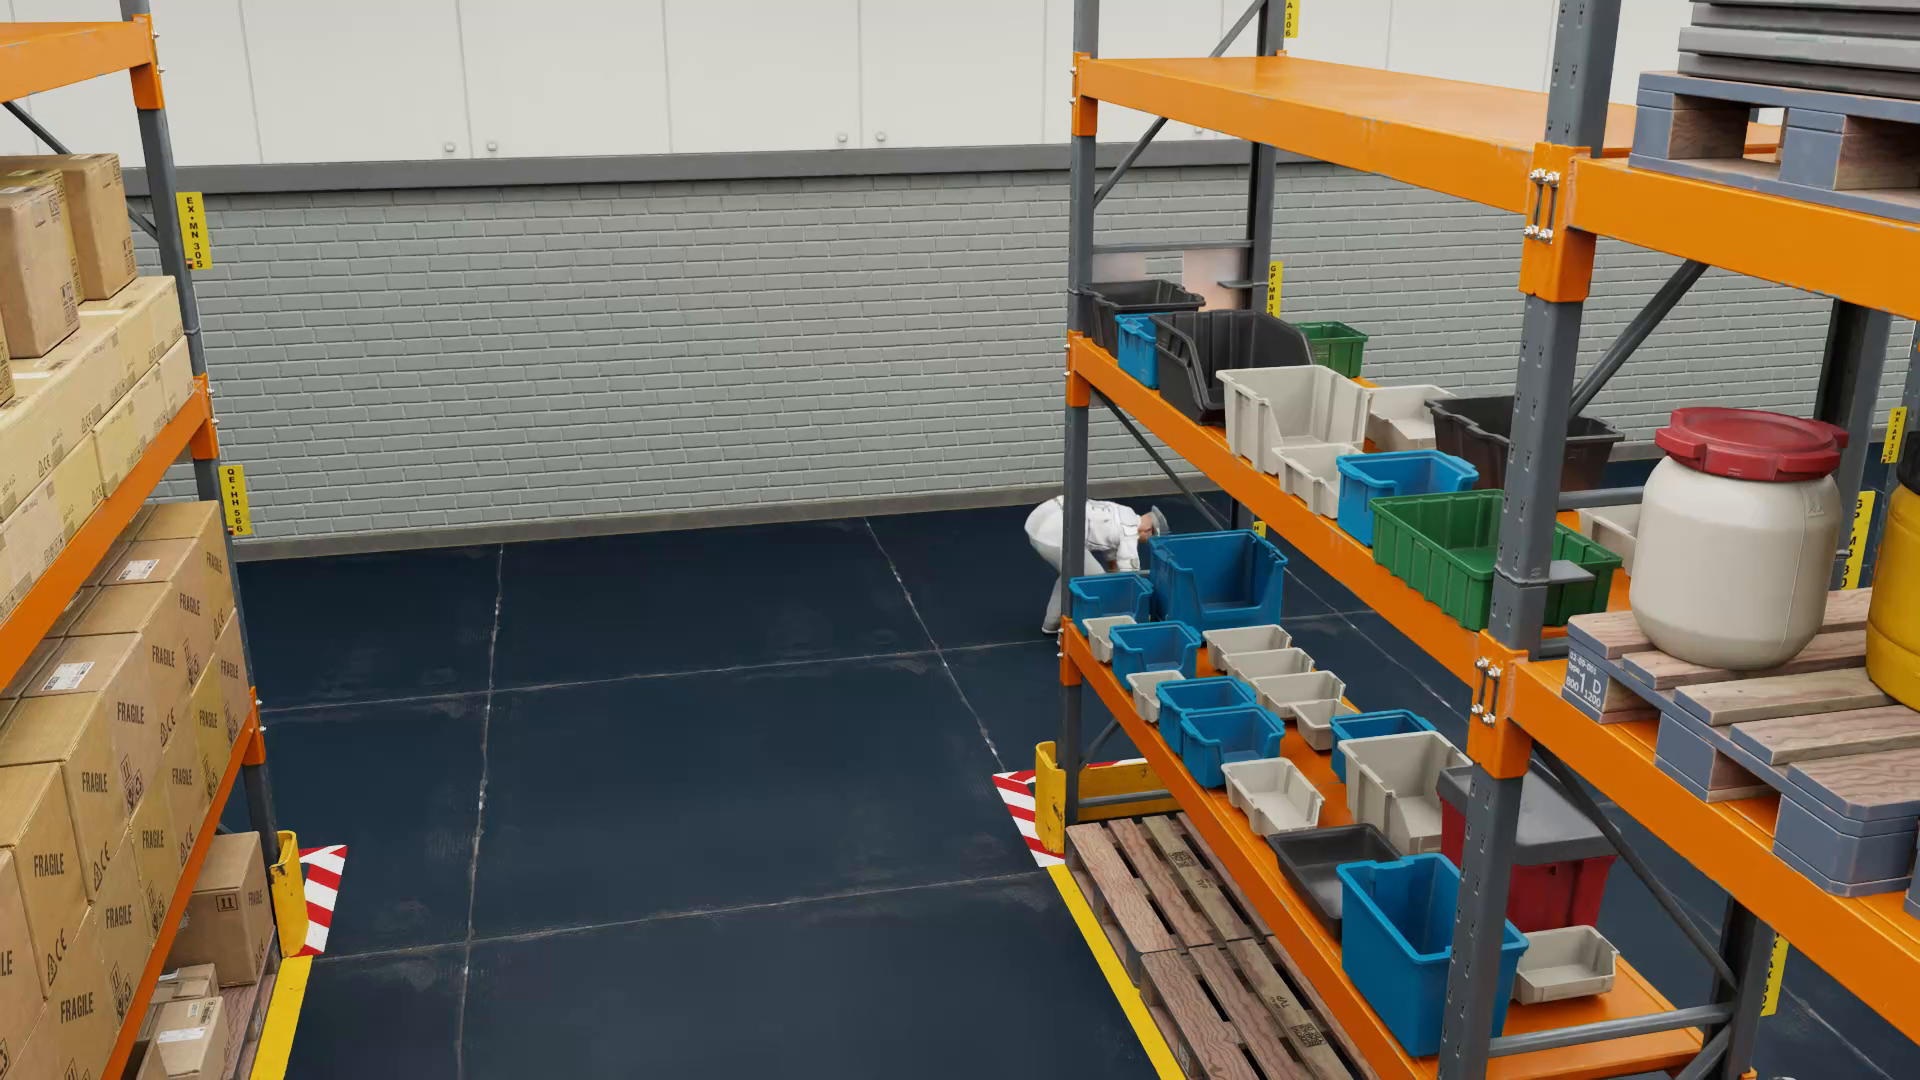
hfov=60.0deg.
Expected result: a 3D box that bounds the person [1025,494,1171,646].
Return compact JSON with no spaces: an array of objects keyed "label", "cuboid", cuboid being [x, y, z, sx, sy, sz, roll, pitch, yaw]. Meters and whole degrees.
[{"label":"person","cuboid":[0.970,0.182,11.590,1.039,1.057,0.513,-5,20,-15]}]
